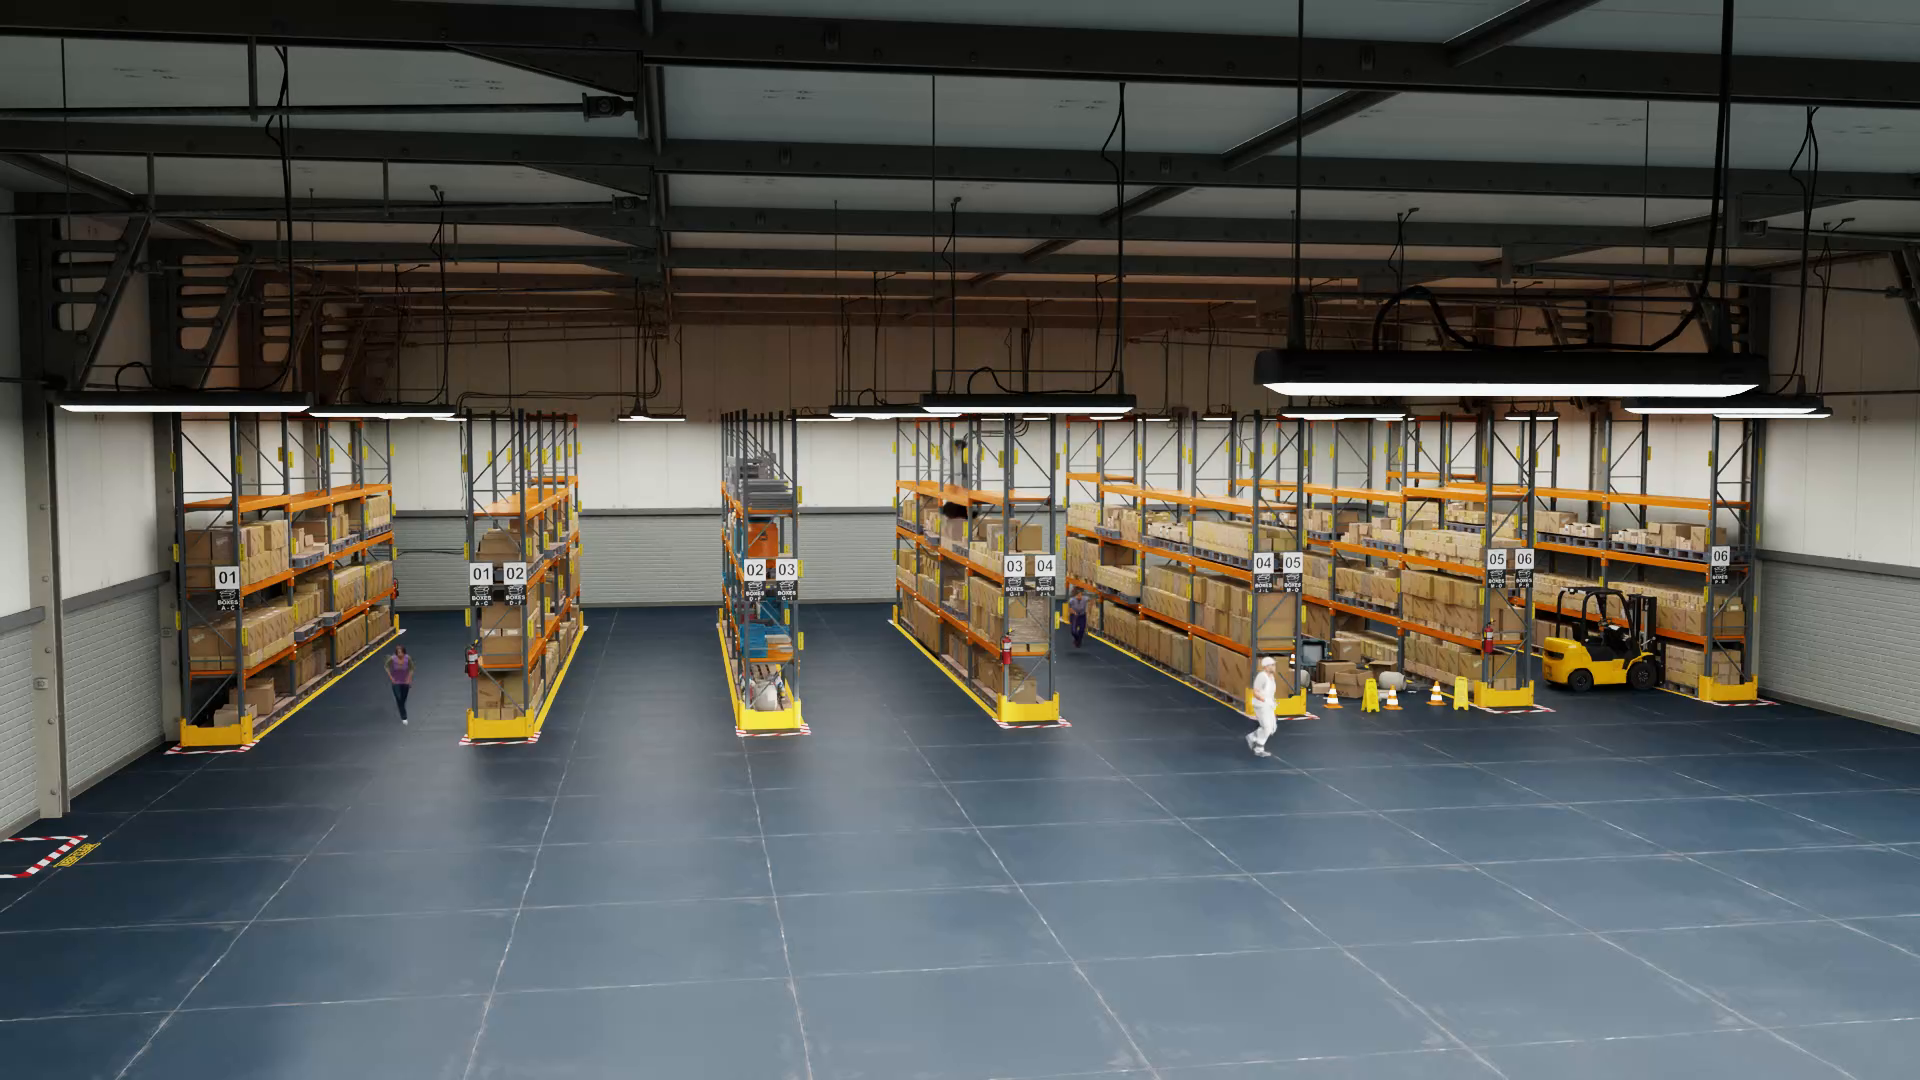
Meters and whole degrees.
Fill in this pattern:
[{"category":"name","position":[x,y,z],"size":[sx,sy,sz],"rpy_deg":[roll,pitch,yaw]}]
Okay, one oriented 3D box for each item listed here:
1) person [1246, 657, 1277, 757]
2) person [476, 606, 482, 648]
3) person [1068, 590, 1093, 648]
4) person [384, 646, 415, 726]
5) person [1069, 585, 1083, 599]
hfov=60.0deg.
[{"category":"person","position":[5.199,2.857,28.563],"size":[0.685,1.726,0.674],"rpy_deg":[3,5,32]},{"category":"person","position":[-11.878,2.020,41.605],"size":[0.690,1.680,1.000],"rpy_deg":[0,4,-3]},{"category":"person","position":[2.979,1.956,41.069],"size":[0.637,1.470,0.813],"rpy_deg":[0,4,1]},{"category":"person","position":[-10.742,2.763,31.893],"size":[0.546,1.535,0.859],"rpy_deg":[-1,4,-18]},{"category":"person","position":[3.512,1.459,49.717],"size":[0.604,1.611,0.712],"rpy_deg":[0,4,2]}]
